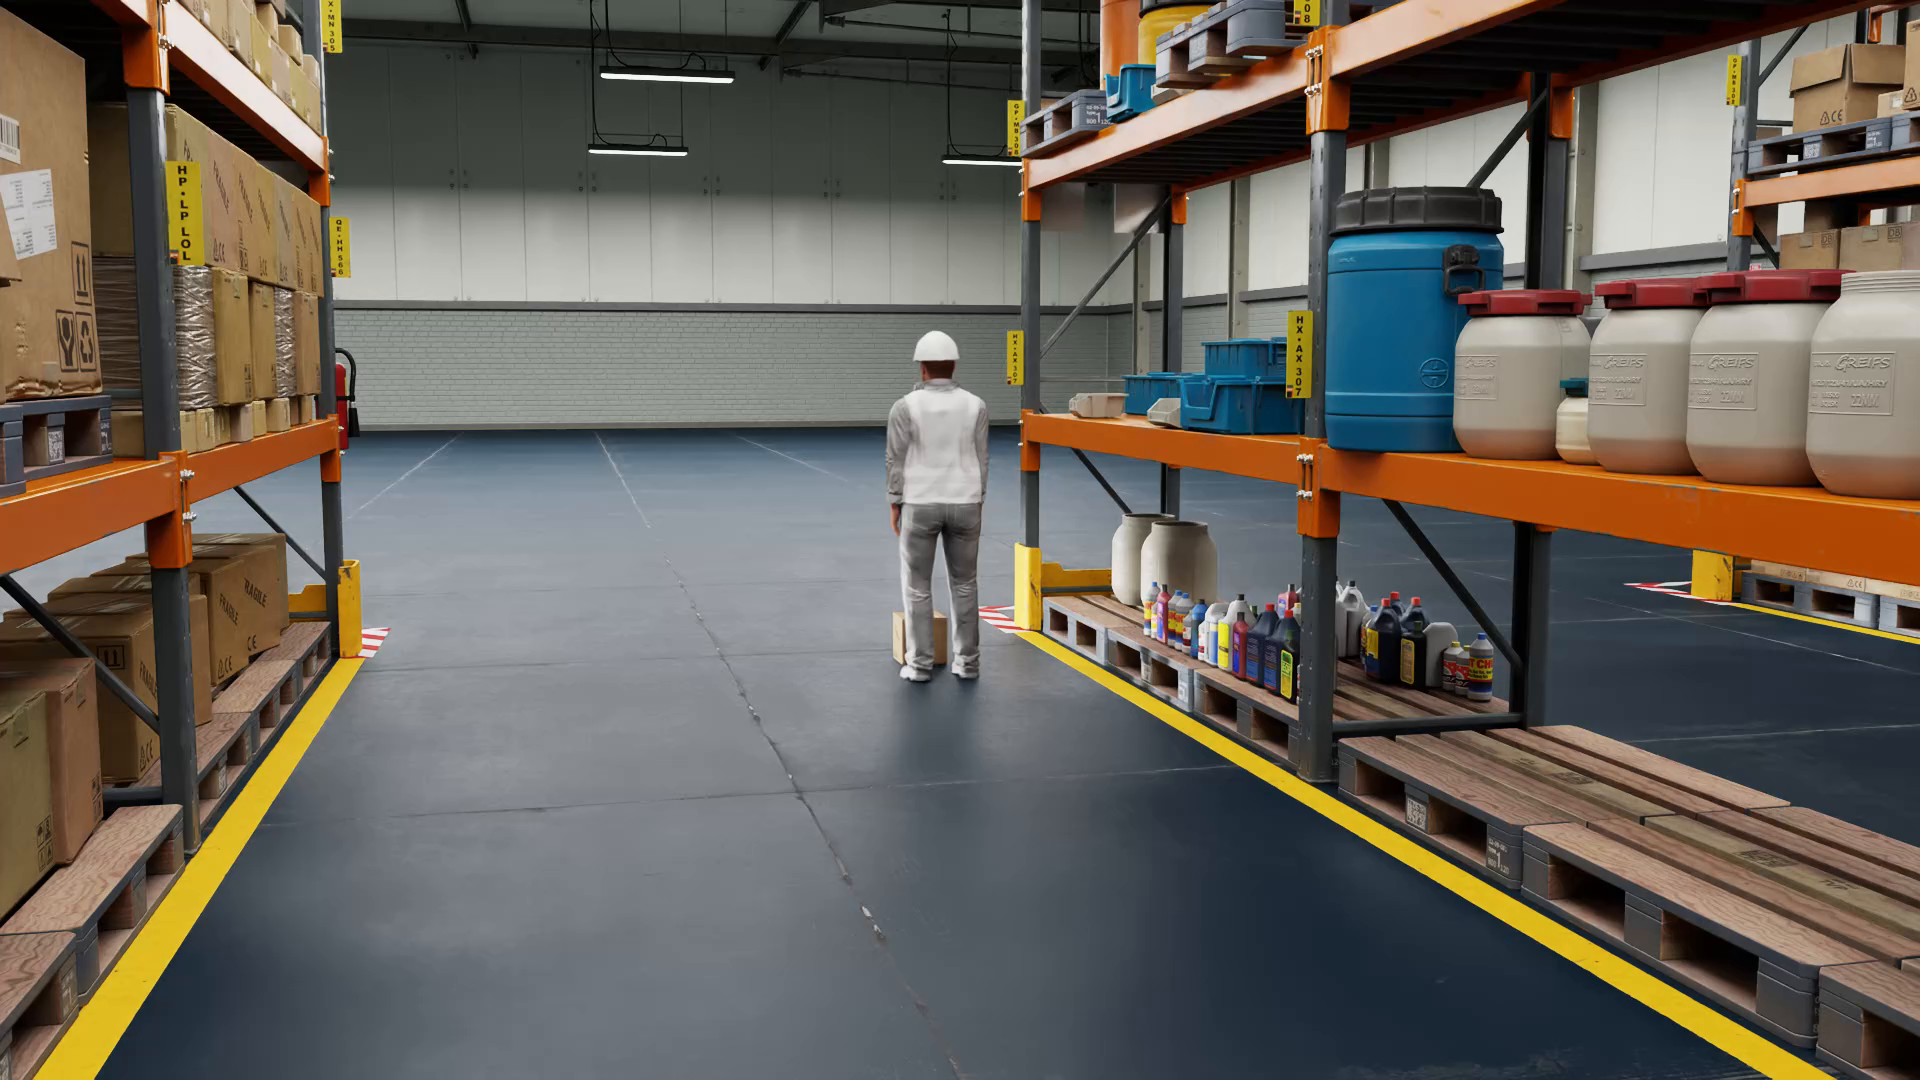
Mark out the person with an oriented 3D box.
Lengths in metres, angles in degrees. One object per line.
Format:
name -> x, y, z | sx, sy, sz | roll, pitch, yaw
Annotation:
person -> -0.120, -0.168, 8.475 | 0.533, 1.773, 0.359 | -1, 6, -13
